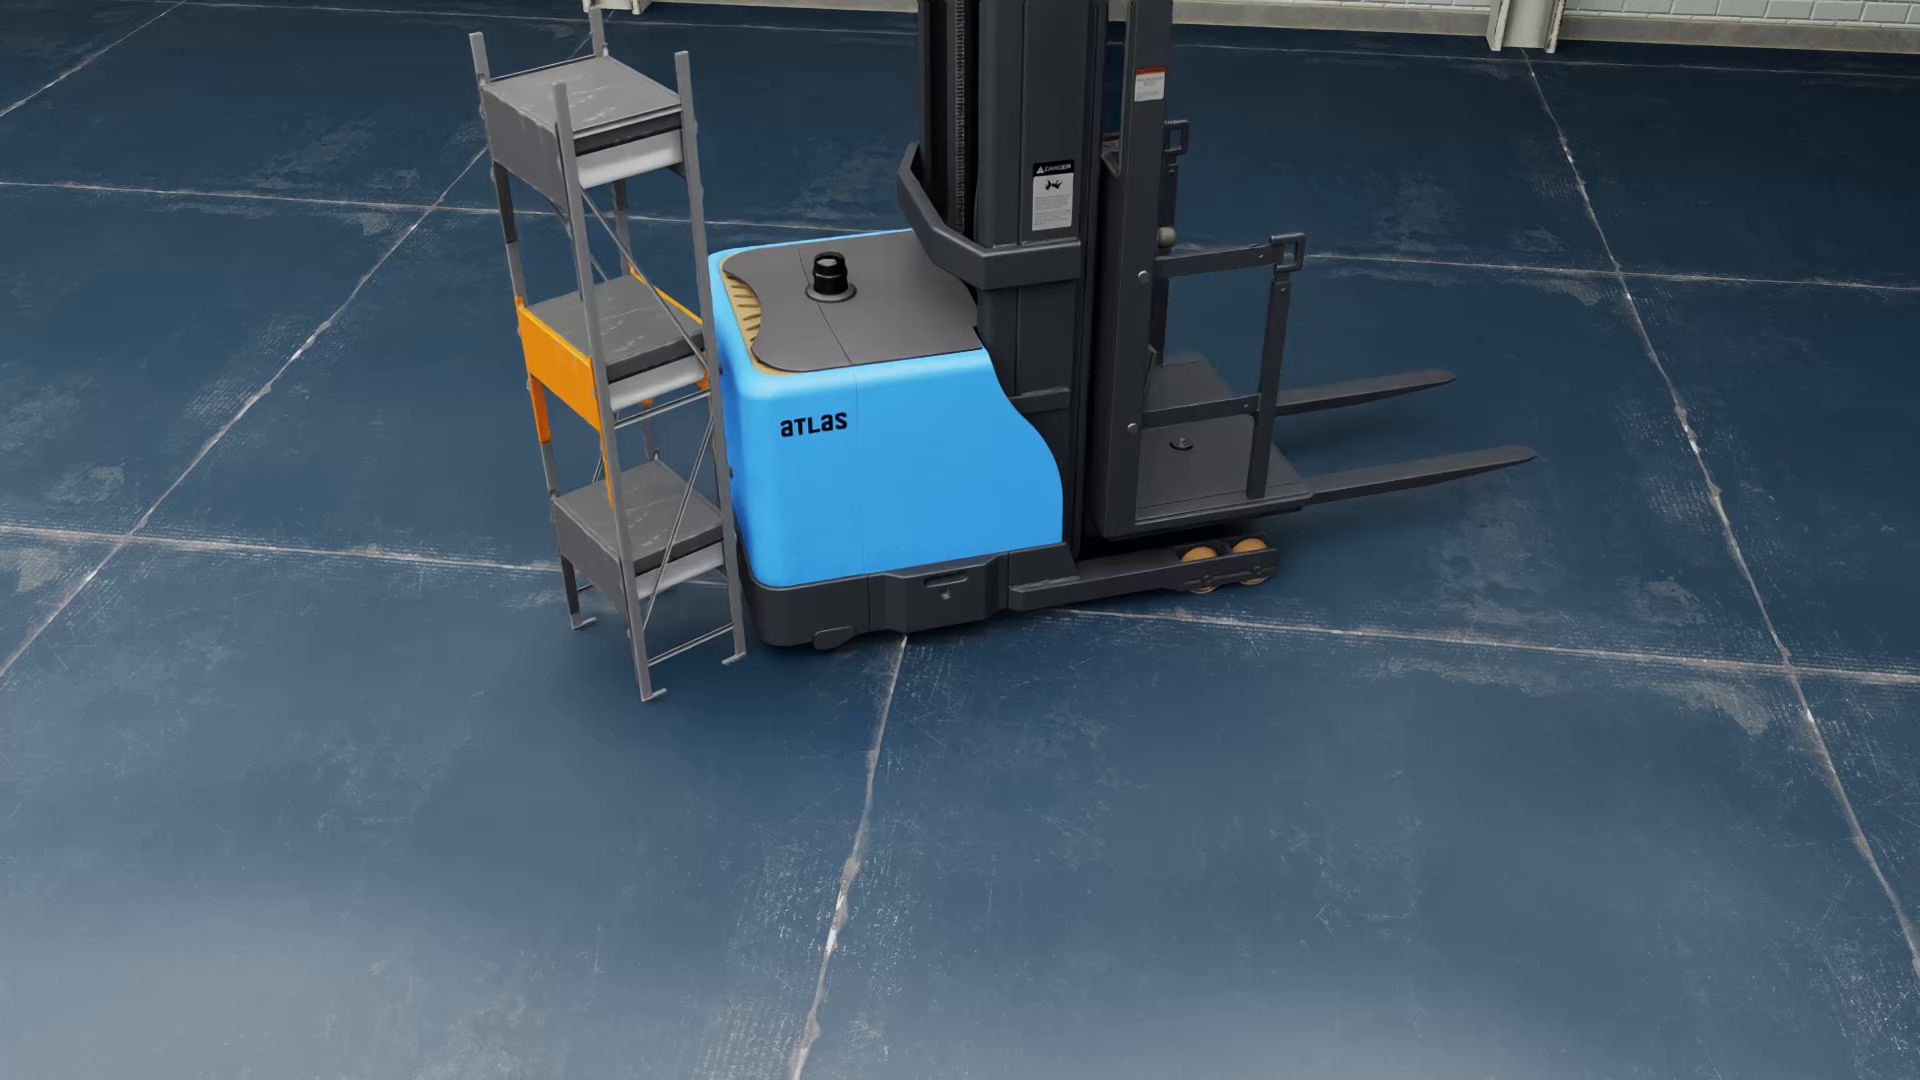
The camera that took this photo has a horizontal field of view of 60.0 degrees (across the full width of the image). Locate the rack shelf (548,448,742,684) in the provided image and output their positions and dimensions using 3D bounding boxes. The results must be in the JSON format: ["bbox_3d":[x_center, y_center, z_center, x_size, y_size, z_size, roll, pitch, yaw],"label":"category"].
[{"bbox_3d":[-1.044,0.080,5.559,0.431,0.518,0.480,-25,42,-30],"label":"rack shelf"}]

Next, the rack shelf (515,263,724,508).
[{"bbox_3d":[-1.044,-0.490,5.153,0.431,0.518,0.480,-25,42,-30],"label":"rack shelf"}]

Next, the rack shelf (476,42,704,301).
[{"bbox_3d":[-1.044,-1.060,4.746,0.431,0.518,0.480,-25,42,-30],"label":"rack shelf"}]

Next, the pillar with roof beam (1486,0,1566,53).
[{"bbox_3d":[3.069,-4.389,4.653,0.400,9.000,9.100,4,36,6],"label":"pillar with roof beam"}]

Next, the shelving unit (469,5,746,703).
[{"bbox_3d":[-1.044,-0.501,5.145,0.431,2.100,0.503,-25,42,-30],"label":"shelving unit"}]

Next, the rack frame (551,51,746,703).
[{"bbox_3d":[-0.893,-0.390,4.989,0.400,2.100,0.015,-25,42,-30],"label":"rack frame"}]

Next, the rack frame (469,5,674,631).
[{"bbox_3d":[-1.196,-0.612,5.301,0.400,2.100,0.015,-25,42,-30],"label":"rack frame"}]

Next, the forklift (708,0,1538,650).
[{"bbox_3d":[0.650,-1.287,5.531,3.031,2.935,1.130,-9,37,-12],"label":"forklift"}]
